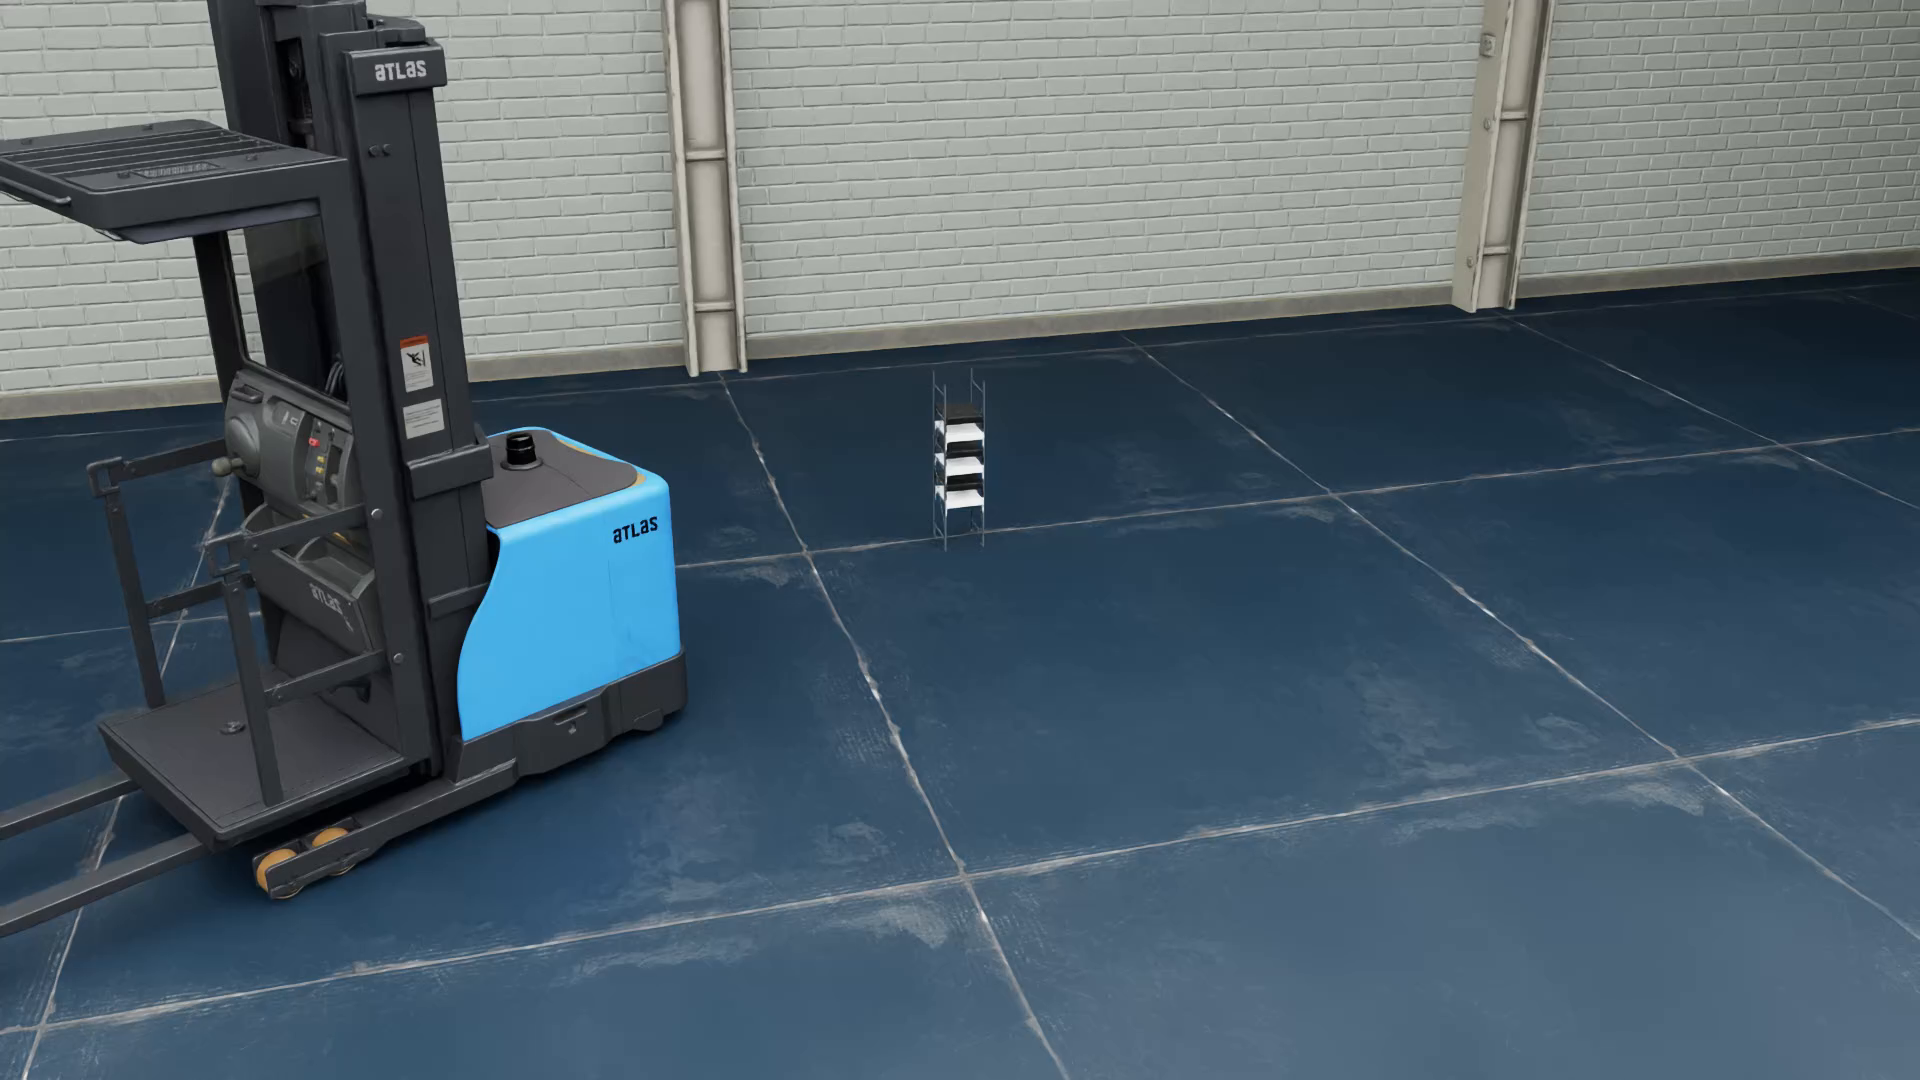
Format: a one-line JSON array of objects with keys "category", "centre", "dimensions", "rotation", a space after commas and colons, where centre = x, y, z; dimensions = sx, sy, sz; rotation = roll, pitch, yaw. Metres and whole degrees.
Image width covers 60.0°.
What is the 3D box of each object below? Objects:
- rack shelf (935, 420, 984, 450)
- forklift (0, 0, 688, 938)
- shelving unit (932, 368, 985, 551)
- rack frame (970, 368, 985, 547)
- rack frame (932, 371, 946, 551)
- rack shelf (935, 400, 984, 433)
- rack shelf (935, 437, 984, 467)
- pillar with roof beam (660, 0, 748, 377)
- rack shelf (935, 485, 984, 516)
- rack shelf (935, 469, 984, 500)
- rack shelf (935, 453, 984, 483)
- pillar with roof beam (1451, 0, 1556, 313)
[{"category": "rack shelf", "centre": [-0.008, -0.547, 8.513], "dimensions": [0.200, 0.077, 0.258], "rotation": [-6, 24, -14]}, {"category": "forklift", "centre": [-2.532, -0.321, 5.781], "dimensions": [1.130, 2.935, 3.031], "rotation": [21, 31, 40]}, {"category": "shelving unit", "centre": [-0.008, -0.413, 8.571], "dimensions": [0.210, 0.900, 0.258], "rotation": [-6, 24, -14]}, {"category": "rack frame", "centre": [0.090, -0.424, 8.596], "dimensions": [0.006, 0.900, 0.240], "rotation": [-6, 24, -14]}, {"category": "rack frame", "centre": [-0.106, -0.402, 8.545], "dimensions": [0.006, 0.900, 0.240], "rotation": [-6, 24, -14]}, {"category": "rack shelf", "centre": [-0.008, -0.630, 8.477], "dimensions": [0.200, 0.077, 0.258], "rotation": [-6, 24, -14]}, {"category": "rack shelf", "centre": [-0.008, -0.465, 8.548], "dimensions": [0.200, 0.077, 0.258], "rotation": [-6, 24, -14]}, {"category": "pillar with roof beam", "centre": [-0.528, -3.696, 5.951], "dimensions": [0.400, 9.000, 9.100], "rotation": [-6, 24, -14]}, {"category": "rack shelf", "centre": [-0.008, -0.217, 8.655], "dimensions": [0.200, 0.077, 0.258], "rotation": [-6, 24, -14]}, {"category": "rack shelf", "centre": [-0.008, -0.299, 8.619], "dimensions": [0.200, 0.077, 0.258], "rotation": [-6, 24, -14]}, {"category": "rack shelf", "centre": [-0.008, -0.382, 8.584], "dimensions": [0.200, 0.077, 0.258], "rotation": [-6, 24, -14]}, {"category": "pillar with roof beam", "centre": [5.249, -4.335, 7.441], "dimensions": [0.400, 9.000, 9.100], "rotation": [-6, 24, -14]}]
